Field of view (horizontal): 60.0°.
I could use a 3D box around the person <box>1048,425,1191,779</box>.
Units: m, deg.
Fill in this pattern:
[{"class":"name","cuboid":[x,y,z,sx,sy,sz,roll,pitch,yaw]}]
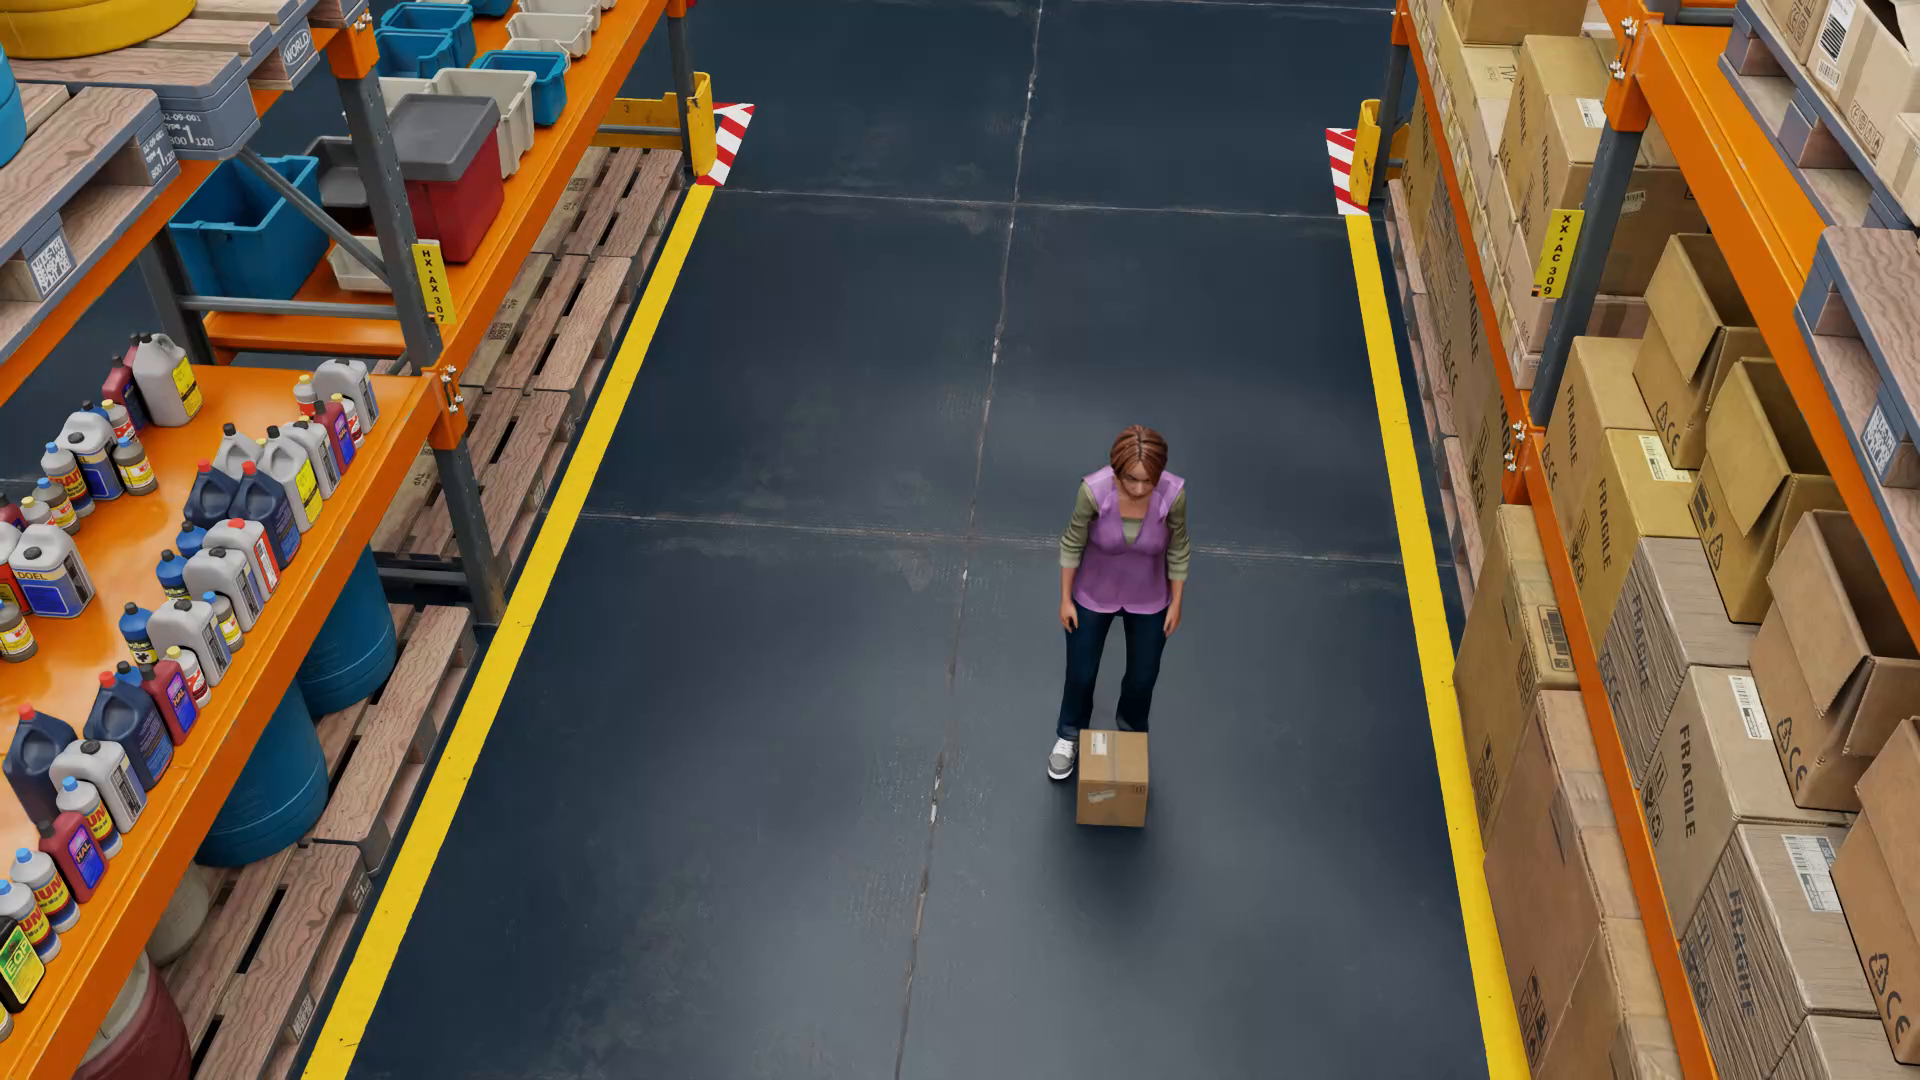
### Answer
[{"class":"person","cuboid":[0.571,0.224,5.917,0.462,1.575,0.341,2,41,2]}]
